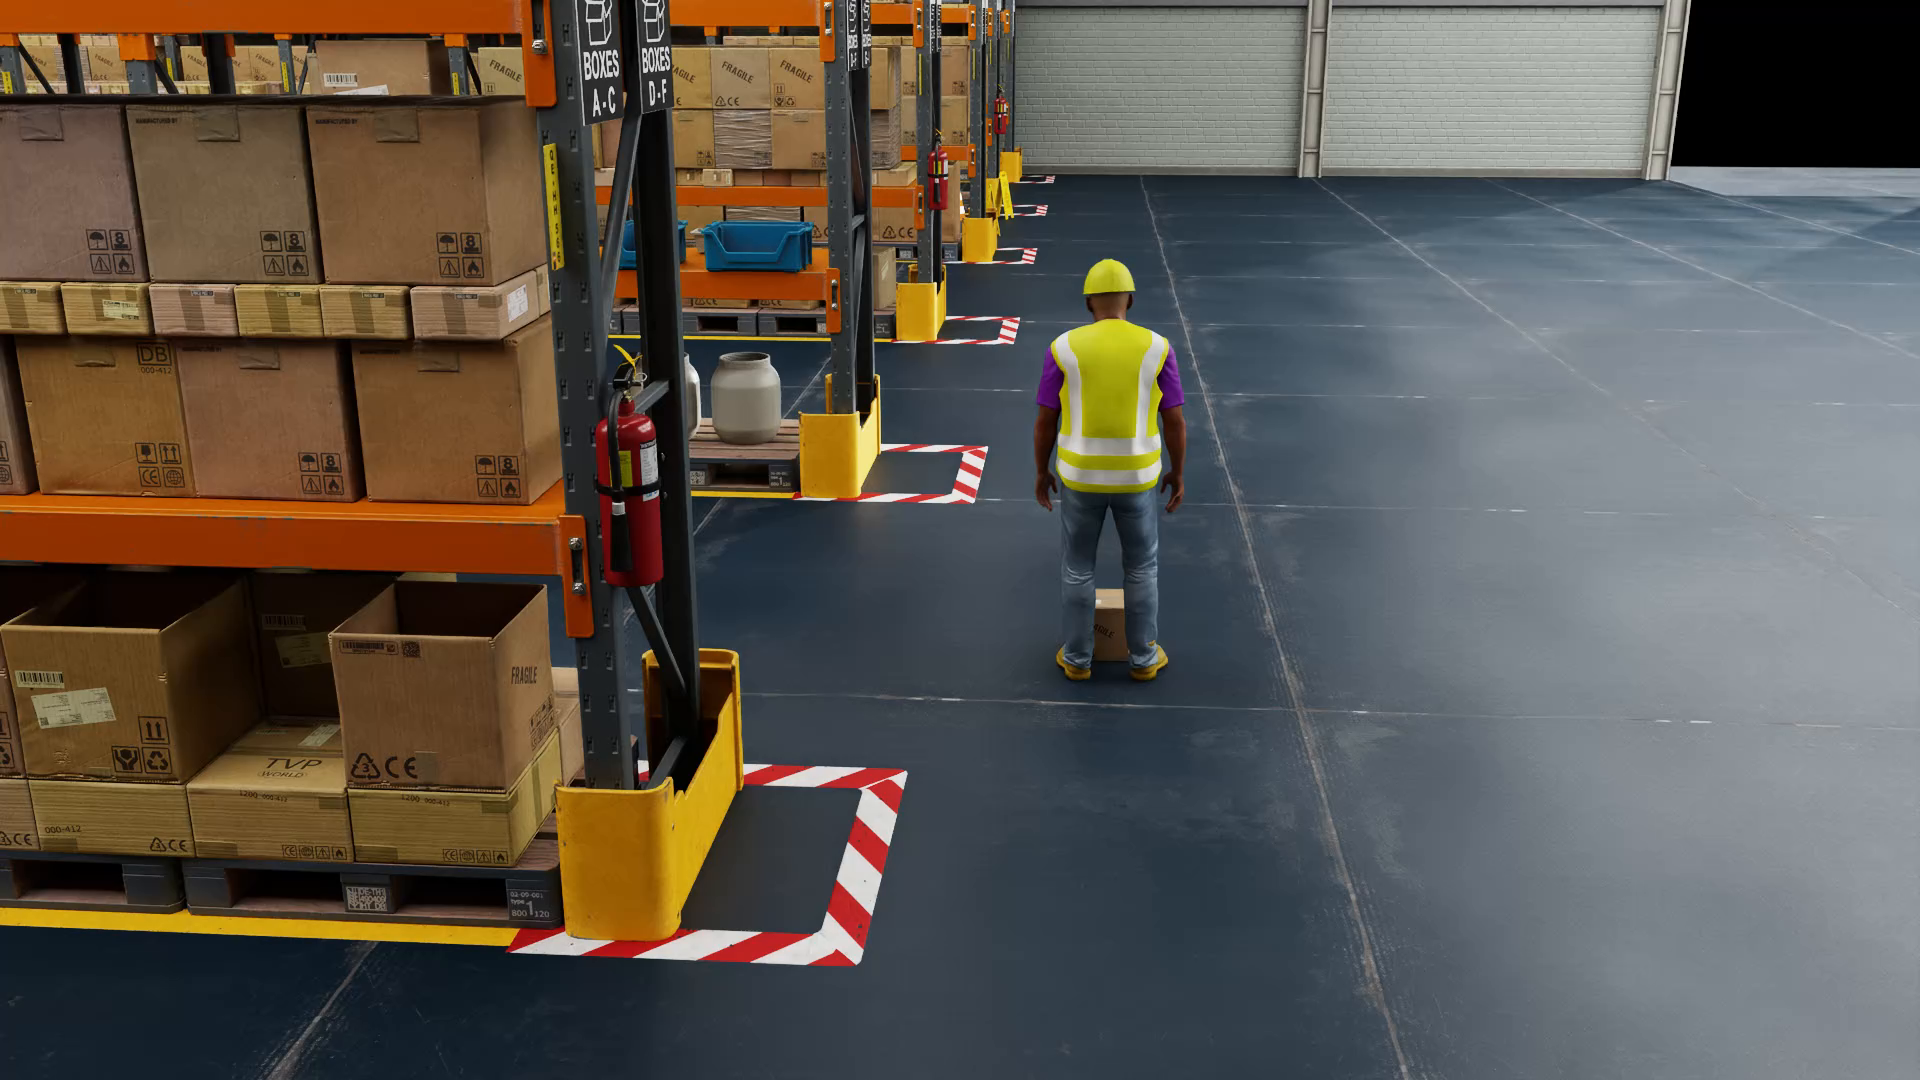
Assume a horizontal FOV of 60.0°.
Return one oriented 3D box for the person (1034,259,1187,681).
[{"bbox_3d":[0.620,-0.276,6.900,0.627,1.760,0.460,1,17,4],"label":"person"}]
